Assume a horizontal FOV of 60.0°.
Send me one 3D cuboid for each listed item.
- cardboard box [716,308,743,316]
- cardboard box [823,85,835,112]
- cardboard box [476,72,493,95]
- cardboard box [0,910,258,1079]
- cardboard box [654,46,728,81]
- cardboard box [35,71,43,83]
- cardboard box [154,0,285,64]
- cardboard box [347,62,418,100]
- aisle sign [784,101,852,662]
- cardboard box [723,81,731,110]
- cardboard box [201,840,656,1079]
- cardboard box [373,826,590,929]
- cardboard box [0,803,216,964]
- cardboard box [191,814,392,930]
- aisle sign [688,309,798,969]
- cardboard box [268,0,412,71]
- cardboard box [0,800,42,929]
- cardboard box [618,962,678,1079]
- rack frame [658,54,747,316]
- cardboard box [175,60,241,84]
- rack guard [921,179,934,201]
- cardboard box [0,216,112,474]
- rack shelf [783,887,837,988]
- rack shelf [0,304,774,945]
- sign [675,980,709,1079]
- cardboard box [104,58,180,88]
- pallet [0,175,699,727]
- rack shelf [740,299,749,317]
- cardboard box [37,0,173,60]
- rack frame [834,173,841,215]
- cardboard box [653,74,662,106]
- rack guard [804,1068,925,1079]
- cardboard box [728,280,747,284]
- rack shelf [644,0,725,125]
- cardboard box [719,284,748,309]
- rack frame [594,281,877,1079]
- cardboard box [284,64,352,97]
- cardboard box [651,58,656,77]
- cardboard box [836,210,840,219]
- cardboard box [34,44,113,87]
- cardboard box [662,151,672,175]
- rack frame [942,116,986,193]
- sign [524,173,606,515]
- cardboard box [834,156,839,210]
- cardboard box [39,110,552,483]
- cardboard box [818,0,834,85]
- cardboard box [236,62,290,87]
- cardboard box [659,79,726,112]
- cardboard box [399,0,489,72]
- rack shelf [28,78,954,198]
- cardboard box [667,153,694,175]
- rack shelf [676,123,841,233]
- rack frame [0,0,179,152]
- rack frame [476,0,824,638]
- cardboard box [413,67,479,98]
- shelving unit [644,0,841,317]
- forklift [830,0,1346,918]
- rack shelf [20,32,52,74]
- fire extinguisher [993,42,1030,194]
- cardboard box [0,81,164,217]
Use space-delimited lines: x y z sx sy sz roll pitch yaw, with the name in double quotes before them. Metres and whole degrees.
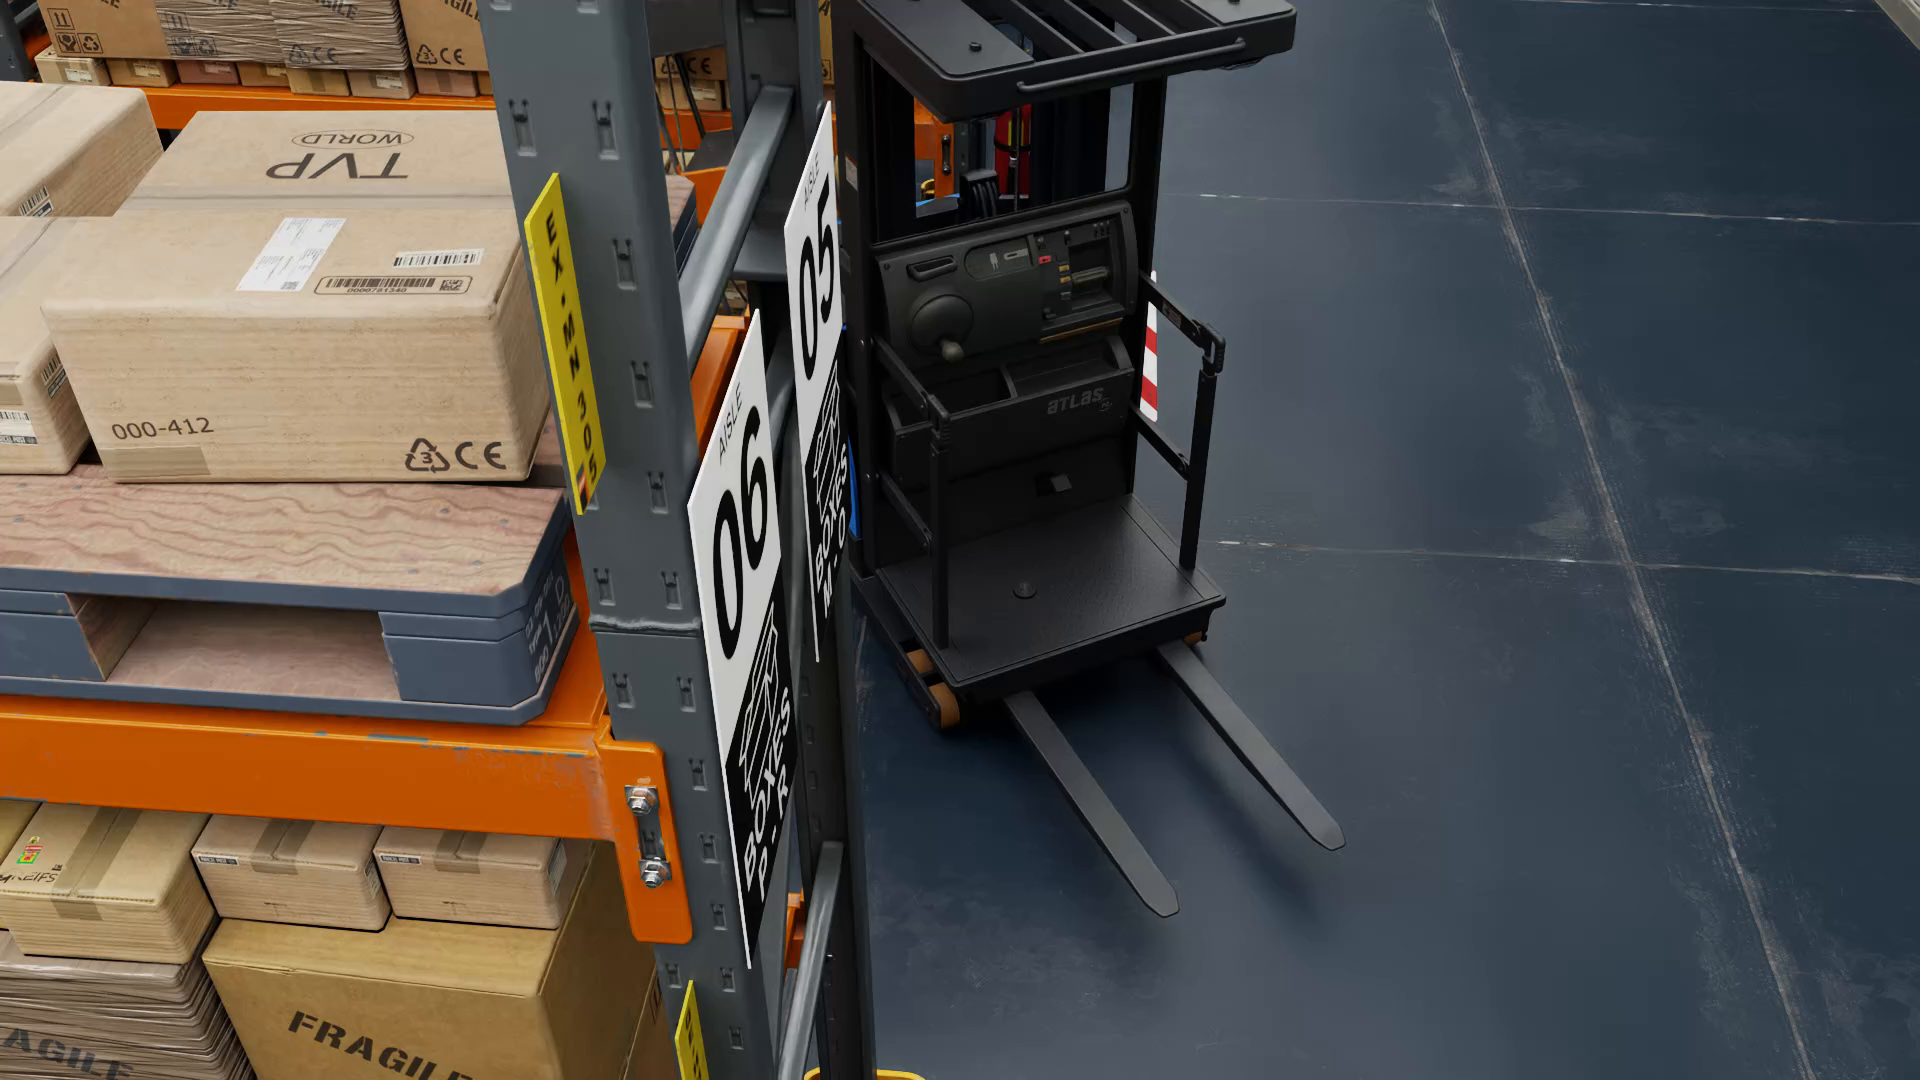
"cardboard box" -1.047 -1.137 7.696 0.250 0.149 0.380 3 39 4
"cardboard box" -0.578 -1.943 6.960 0.250 0.149 0.380 3 39 4
"cardboard box" -1.875 -2.036 7.074 0.250 0.149 0.380 4 39 5
"cardboard box" -1.334 0.642 2.714 0.500 0.500 0.500 3 39 4
"cardboard box" -0.967 -2.211 6.776 0.500 0.500 0.500 3 39 3
"cardboard box" -4.682 -2.072 7.973 0.500 0.250 0.500 2 39 2
"cardboard box" -3.004 -2.328 6.919 0.500 0.500 0.500 3 39 4
"cardboard box" -2.399 -2.021 7.056 0.250 0.149 0.380 5 39 6
"aisle sign" -0.214 -0.231 2.599 0.004 0.787 0.394 3 39 4
"cardboard box" -0.829 -1.947 6.965 0.250 0.149 0.380 3 39 3
"cardboard box" -0.811 0.652 2.701 0.500 0.500 0.500 4 39 5
"cardboard box" -0.685 0.384 2.518 0.250 0.149 0.380 4 39 4
"cardboard box" -1.205 0.424 2.468 0.250 0.149 0.380 3 39 3
"cardboard box" -0.940 0.385 2.516 0.250 0.149 0.380 4 39 5
"aisle sign" -0.265 0.146 2.135 0.004 0.787 0.394 3 39 4
"cardboard box" -2.505 -2.277 6.857 0.500 0.500 0.500 2 39 3
"cardboard box" -1.452 0.384 2.517 0.250 0.149 0.380 4 39 5
"cardboard box" -0.814 1.057 2.996 0.500 0.500 0.500 3 39 4
"rack frame" -1.039 -1.399 6.838 0.015 2.100 0.400 -5 37 14
"cardboard box" -3.181 -2.114 7.170 0.250 0.149 0.380 2 39 2
"rack guard" -0.060 -1.198 7.826 0.348 0.500 1.175 3 39 4
"cardboard box" -1.191 -0.253 2.095 0.250 0.149 0.380 0 39 0
"rack shelf" -2.303 1.125 3.561 4.000 0.370 1.077 3 39 4
"rack shelf" -2.303 -0.038 2.614 4.000 0.370 1.077 3 39 4
"sign" -0.371 0.755 2.342 0.005 0.325 0.100 3 39 4
"cardboard box" -3.451 -2.095 7.147 0.250 0.149 0.380 4 39 5
"pallet" -1.050 -0.208 2.323 1.213 0.211 1.003 3 39 4
"rack shelf" -0.646 -0.866 7.199 0.480 0.518 0.431 -5 37 14
"cardboard box" -3.497 -2.350 6.946 0.500 0.500 0.500 2 39 3
"rack frame" -0.567 -1.444 6.721 0.015 2.100 0.400 -5 37 14
"cardboard box" -1.345 -1.979 7.005 0.250 0.149 0.380 2 39 2
"rack guard" -0.286 1.926 3.988 0.348 0.500 1.175 3 39 4
"cardboard box" -1.048 -1.305 7.431 0.250 0.149 0.380 2 39 3
"rack shelf" -0.953 -1.957 6.376 0.480 0.518 0.431 -5 37 14
"cardboard box" -1.052 -1.212 7.553 0.250 0.149 0.380 2 39 2
"rack frame" -0.310 0.955 3.200 0.127 3.000 1.000 3 39 4
"cardboard box" -2.665 -2.040 7.080 0.250 0.149 0.380 4 39 5
"cardboard box" -1.472 -2.233 6.802 0.500 0.500 0.500 3 39 4
"cardboard box" -0.533 -1.321 7.451 0.250 0.149 0.380 4 39 4
"cardboard box" -3.715 -2.063 7.107 0.250 0.149 0.380 4 39 5
"cardboard box" -1.531 -1.710 7.929 0.250 0.149 0.380 5 39 6
"rack frame" 0.016 -2.163 7.032 0.127 3.000 1.000 3 39 4
"sign" -0.371 -0.180 1.580 0.005 0.325 0.100 3 39 4
"cardboard box" -0.477 -1.694 7.909 0.250 0.149 0.380 1 39 2
"cardboard box" -0.766 -0.319 2.097 0.500 0.250 0.500 0 39 0
"cardboard box" -0.454 -2.180 6.737 0.500 0.500 0.500 4 39 5
"cardboard box" -2.911 -2.095 7.147 0.250 0.149 0.380 2 39 2
"cardboard box" -1.085 -1.947 6.964 0.250 0.149 0.380 4 39 5
"cardboard box" -1.968 -2.267 6.844 0.500 0.500 0.500 5 39 6
"rack shelf" -1.977 -1.993 7.393 4.000 0.370 1.077 3 39 4
"cardboard box" -1.256 -1.689 7.903 0.250 0.149 0.380 1 39 2
"rack shelf" -0.800 -1.411 6.788 0.480 0.518 0.431 -5 37 14
"rack frame" -3.969 -2.381 7.299 0.127 3.000 1.000 3 39 4
"rack frame" -0.310 -1.371 1.306 0.127 3.000 1.000 3 39 4
"cardboard box" -2.128 -2.036 7.074 0.250 0.149 0.380 5 39 6
"shelving unit" -0.803 -1.422 6.780 0.503 2.100 0.431 -5 37 14
"forklift" 0.266 -0.781 5.388 1.130 2.935 3.031 -17 42 -19
"rack shelf" -5.962 -2.211 7.660 4.000 0.370 1.077 3 39 4
"fire extinguisher" 0.227 -1.685 6.800 0.183 0.674 0.296 3 39 4
"cardboard box" -1.375 -0.516 2.419 0.250 0.149 0.380 4 39 5
